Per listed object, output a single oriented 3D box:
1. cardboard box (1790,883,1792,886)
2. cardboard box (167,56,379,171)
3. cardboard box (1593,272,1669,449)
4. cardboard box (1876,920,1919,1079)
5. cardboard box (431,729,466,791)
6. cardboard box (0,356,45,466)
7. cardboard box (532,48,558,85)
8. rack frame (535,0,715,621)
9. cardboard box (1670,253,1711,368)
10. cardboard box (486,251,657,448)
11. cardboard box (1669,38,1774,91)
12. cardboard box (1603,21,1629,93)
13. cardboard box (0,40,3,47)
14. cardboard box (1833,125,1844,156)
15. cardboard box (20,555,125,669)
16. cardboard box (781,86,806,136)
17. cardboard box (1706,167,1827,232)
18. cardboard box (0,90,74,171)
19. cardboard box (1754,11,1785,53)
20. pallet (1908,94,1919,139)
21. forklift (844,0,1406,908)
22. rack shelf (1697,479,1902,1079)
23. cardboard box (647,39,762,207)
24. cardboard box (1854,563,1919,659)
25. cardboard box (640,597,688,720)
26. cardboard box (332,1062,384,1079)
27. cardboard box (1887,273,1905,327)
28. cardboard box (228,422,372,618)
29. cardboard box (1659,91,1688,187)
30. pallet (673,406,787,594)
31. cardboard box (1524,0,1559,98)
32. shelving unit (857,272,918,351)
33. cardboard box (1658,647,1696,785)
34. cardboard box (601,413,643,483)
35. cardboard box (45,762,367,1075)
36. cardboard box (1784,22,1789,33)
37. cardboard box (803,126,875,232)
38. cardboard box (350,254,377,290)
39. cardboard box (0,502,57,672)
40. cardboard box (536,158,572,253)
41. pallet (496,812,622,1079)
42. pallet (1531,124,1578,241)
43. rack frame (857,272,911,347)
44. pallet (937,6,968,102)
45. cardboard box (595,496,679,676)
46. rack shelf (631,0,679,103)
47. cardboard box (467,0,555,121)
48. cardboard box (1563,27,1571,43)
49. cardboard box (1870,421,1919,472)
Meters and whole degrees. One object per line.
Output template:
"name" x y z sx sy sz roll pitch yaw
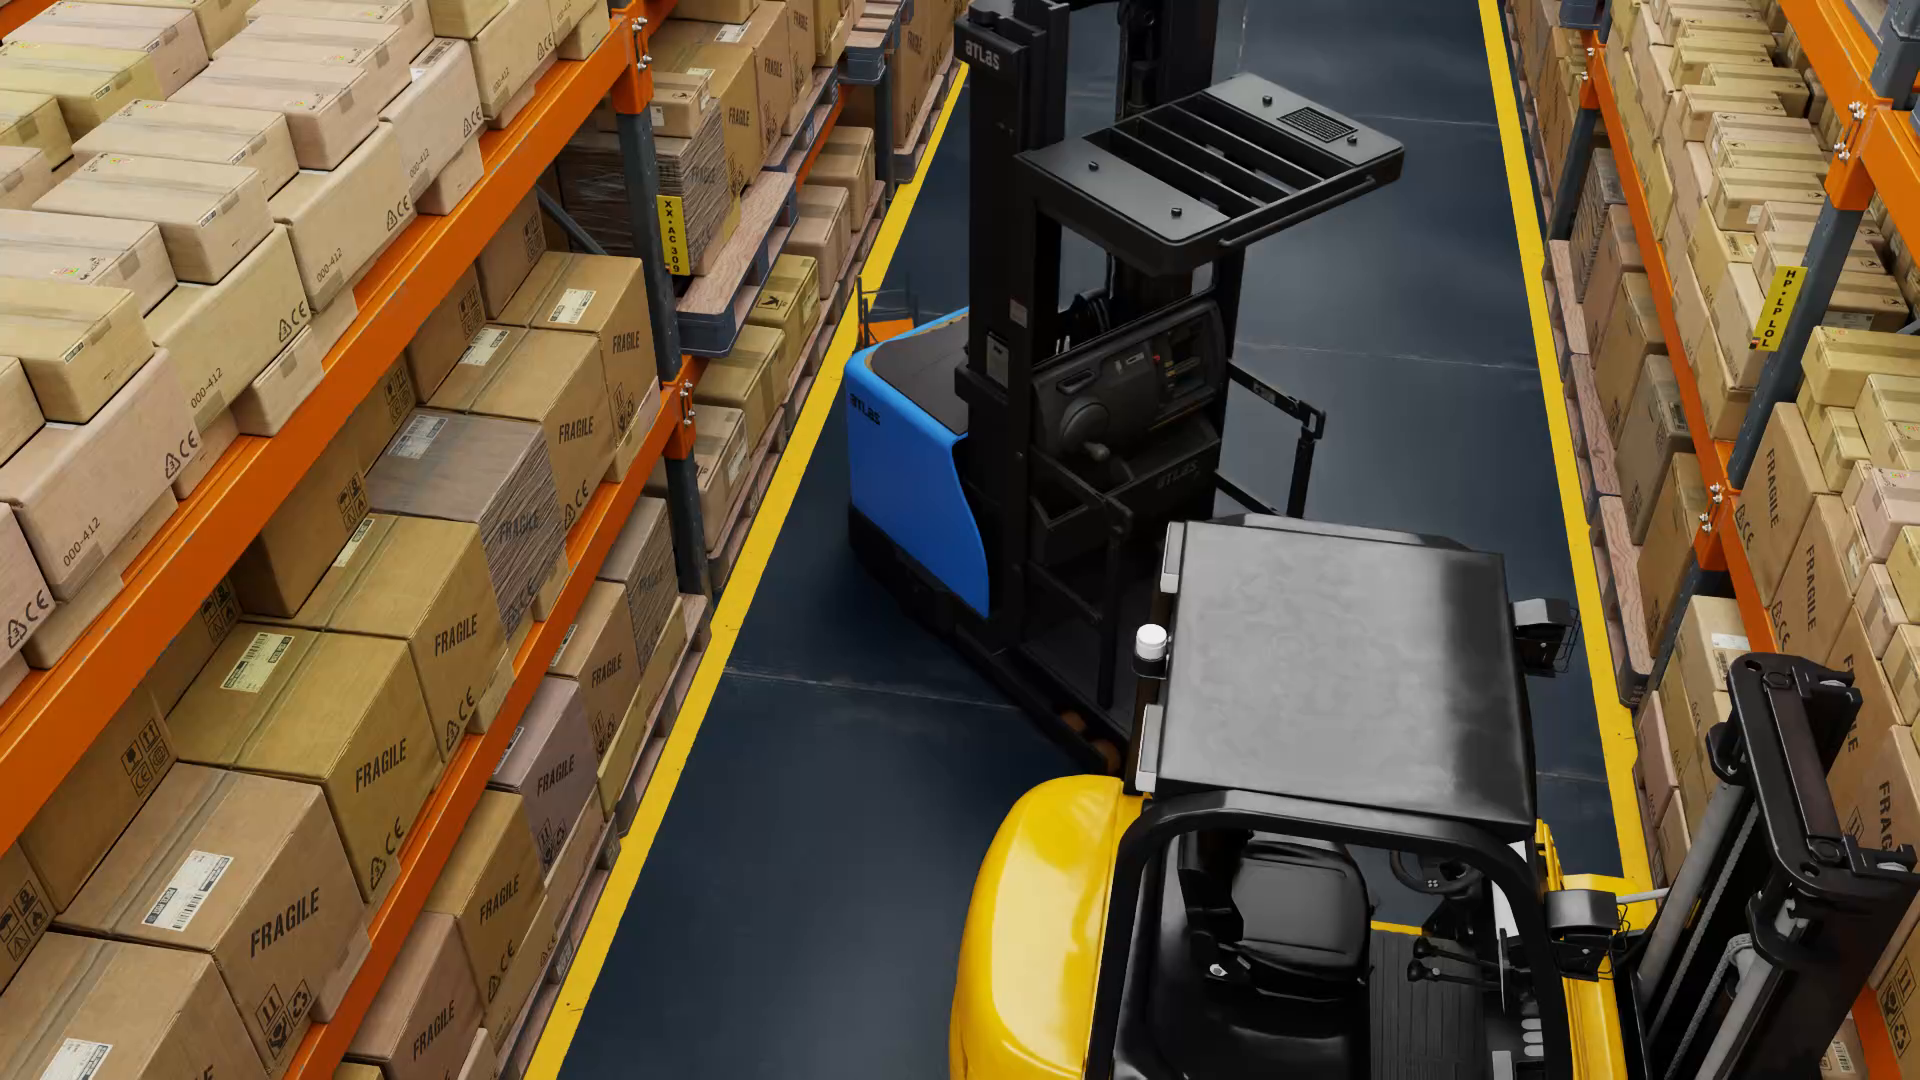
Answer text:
"cardboard box" 2.719 1.109 5.195 0.500 0.250 0.500 8 40 9
"cardboard box" -1.618 -1.011 3.933 0.380 0.149 0.250 7 40 8
"cardboard box" 3.635 -0.840 8.042 0.875 0.625 0.625 5 40 6
"cardboard box" 2.607 1.182 3.985 0.500 0.500 0.500 6 40 7
"cardboard box" -1.716 0.593 4.972 0.380 0.149 0.250 5 40 6
"cardboard box" -1.902 -0.218 2.974 0.380 0.149 0.250 6 40 8
"cardboard box" -1.489 -1.530 5.186 0.380 0.149 0.250 7 40 8
"rack frame" -1.604 -0.851 6.522 1.000 3.000 0.127 6 40 8
"cardboard box" 3.196 -0.910 6.711 0.500 0.250 0.500 6 40 7
"cardboard box" -1.436 -0.698 6.025 0.500 0.500 0.500 5 40 7
"cardboard box" 3.419 -2.126 7.477 0.380 0.149 0.250 7 40 9
"cardboard box" 3.660 -2.507 8.643 0.500 0.250 0.500 7 40 8
"cardboard box" -5.999 -2.766 10.275 1.050 0.750 0.750 6 40 7
"cardboard box" 3.830 -1.586 6.823 0.380 0.149 0.250 6 40 7
"cardboard box" -1.882 0.090 3.226 0.380 0.149 0.250 7 40 9
"cardboard box" -0.944 -2.043 7.832 0.380 0.149 0.250 8 40 9
"cardboard box" 3.162 -1.325 6.508 0.380 0.149 0.250 5 40 6
"cardboard box" -2.296 -0.918 3.821 0.380 0.149 0.250 7 40 9
"cardboard box" 4.087 -2.318 8.021 0.500 0.250 0.500 7 40 8
"pallet" 3.163 -0.890 4.285 1.003 0.211 1.213 6 40 8
"forklift" 0.789 -0.532 6.191 1.130 2.935 3.031 -26 46 -28
"rack shelf" 2.939 1.226 4.574 1.077 0.370 4.000 6 40 8
"cardboard box" -1.154 -1.743 6.960 0.500 0.500 0.500 7 40 8
"cardboard box" 2.748 0.217 4.643 0.380 0.149 0.250 6 40 7
"cardboard box" -1.442 0.447 6.780 0.500 0.250 0.500 8 40 10
"cardboard box" -1.881 1.777 4.583 0.500 0.500 0.500 5 40 6
"cardboard box" 3.626 -0.731 6.103 0.500 0.250 0.500 6 40 7
"cardboard box" -2.118 -0.170 4.602 0.700 0.500 0.500 6 40 7
"cardboard box" 3.400 -1.736 7.318 0.500 0.250 0.500 7 40 8
"pallet" -1.471 -0.265 8.002 1.003 0.211 1.213 6 40 8
"cardboard box" 4.095 -3.274 11.085 0.500 0.500 0.500 5 40 6
"shelving unit" -0.322 -0.659 7.702 0.258 1.200 0.189 -7 40 -9
"cardboard box" 2.898 0.669 6.120 0.500 0.250 0.500 6 40 7
"cardboard box" -1.396 -0.362 6.127 0.380 0.149 0.250 7 40 9
"cardboard box" -1.855 0.914 4.075 0.500 0.500 0.500 8 40 9
"cardboard box" 4.107 -2.384 7.789 0.380 0.149 0.250 6 40 7
"cardboard box" -1.020 -2.157 9.834 0.950 0.372 0.625 4 40 5
"cardboard box" -1.720 -0.719 4.206 0.380 0.149 0.250 6 40 7
"cardboard box" -1.947 0.160 2.829 0.500 0.250 0.500 6 40 7
"cardboard box" -1.750 -1.481 6.643 0.500 0.500 0.500 6 40 7
"pallet" -1.894 1.417 5.967 1.003 0.211 1.213 6 40 8
"pallet" 4.144 -2.206 10.350 1.003 0.211 1.213 6 40 8
"rack frame" -0.340 -0.716 7.771 0.240 1.200 0.006 -7 40 -9
"pallet" -0.488 -3.537 11.959 1.003 0.211 1.213 6 40 8
"cardboard box" -1.442 0.159 6.541 0.500 0.500 0.500 6 40 7
"rack shelf" -1.258 -2.985 7.314 1.077 0.370 4.000 6 40 8
"cardboard box" -1.502 -1.440 4.765 0.500 0.250 0.500 6 40 7
"cardboard box" 4.052 -3.255 10.553 0.380 0.149 0.250 6 40 7
"cardboard box" 2.946 -0.207 4.922 0.380 0.149 0.250 6 40 7
